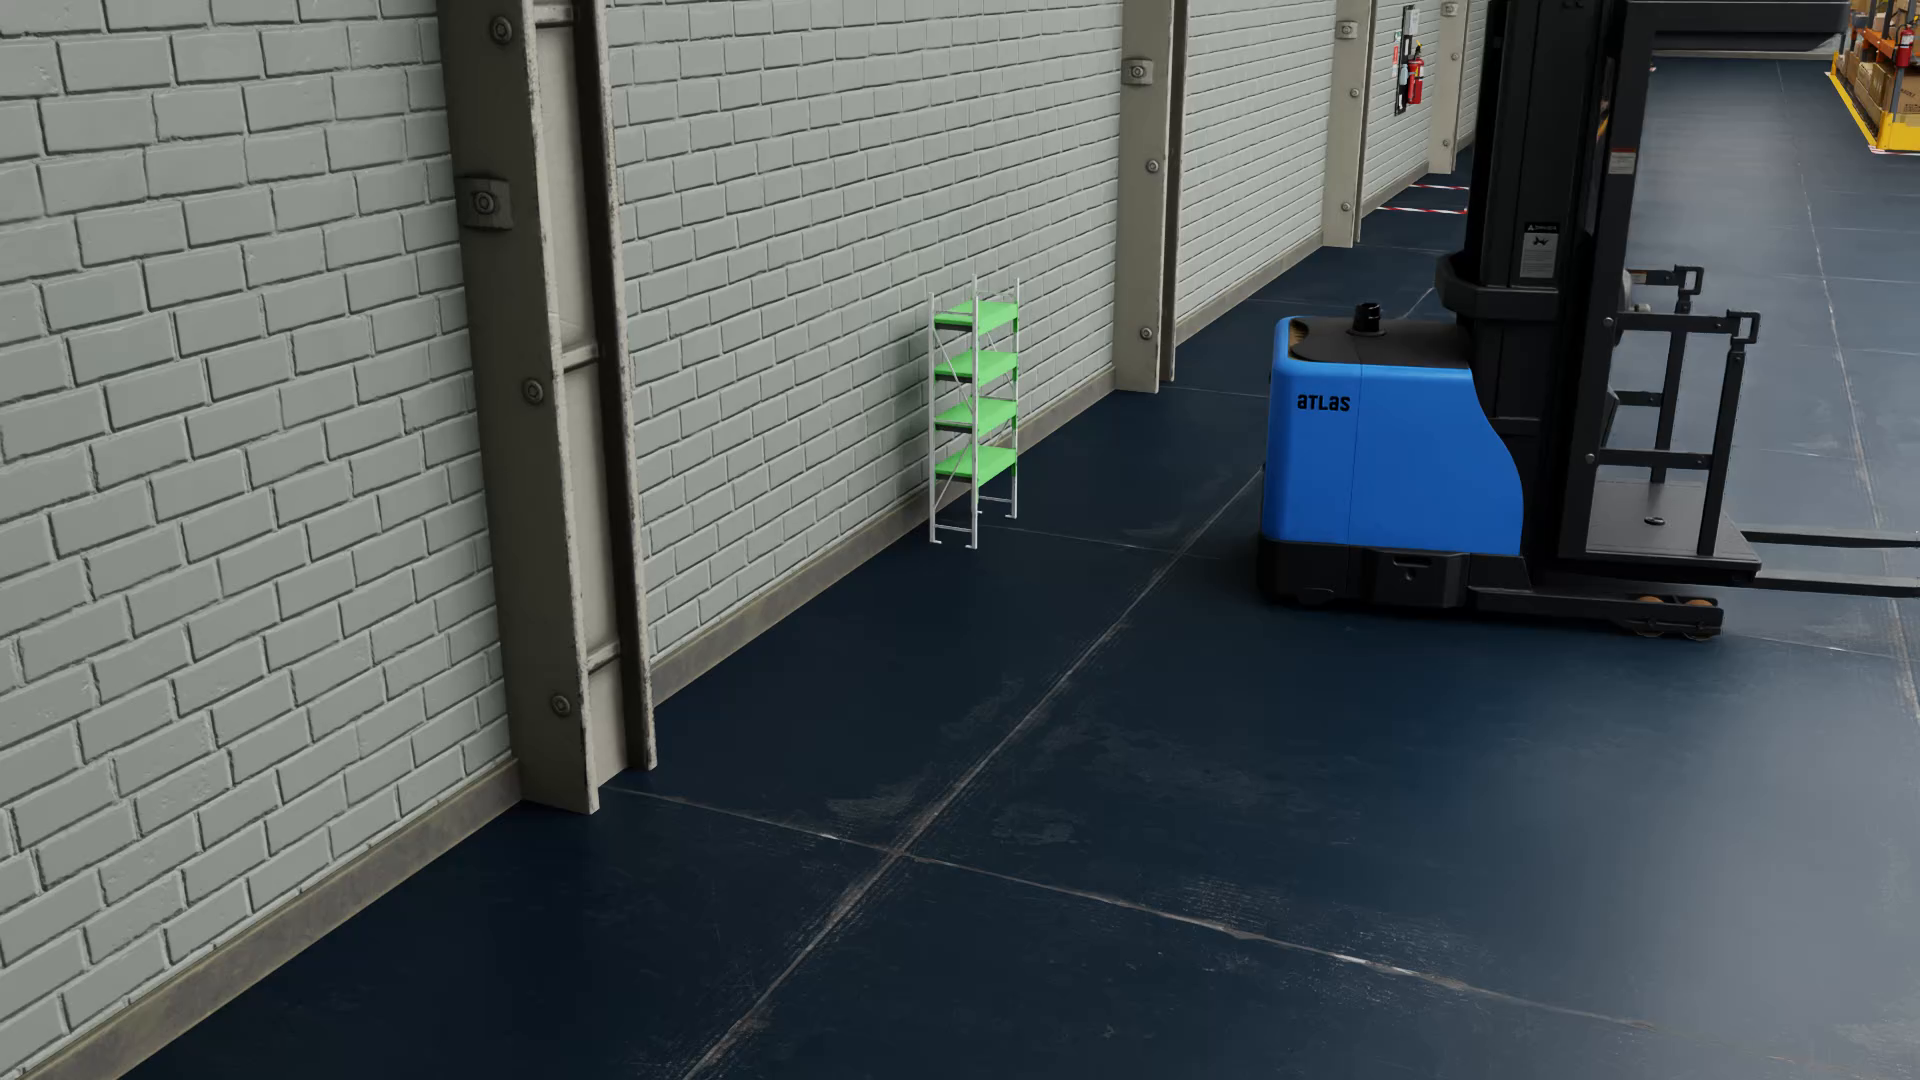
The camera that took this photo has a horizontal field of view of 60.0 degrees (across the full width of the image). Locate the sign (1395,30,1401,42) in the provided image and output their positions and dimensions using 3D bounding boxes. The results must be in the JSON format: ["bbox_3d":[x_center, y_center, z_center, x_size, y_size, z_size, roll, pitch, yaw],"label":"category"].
[{"bbox_3d":[4.744,-5.459,17.999,0.001,0.109,0.331,9,21,23],"label":"sign"}]

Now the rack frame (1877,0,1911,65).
[{"bbox_3d":[15.220,-8.143,26.390,1.000,3.000,0.127,9,21,23],"label":"rack frame"}]

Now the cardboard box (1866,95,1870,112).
[{"bbox_3d":[14.753,-6.946,26.499,0.500,0.250,0.500,9,21,23],"label":"cardboard box"}]

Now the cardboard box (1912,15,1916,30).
[{"bbox_3d":[13.995,-7.270,23.785,0.700,0.500,0.500,9,22,24],"label":"cardboard box"}]

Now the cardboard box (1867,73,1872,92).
[{"bbox_3d":[15.124,-7.473,27.146,0.500,0.311,0.500,9,21,23],"label":"cardboard box"}]

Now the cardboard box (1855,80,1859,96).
[{"bbox_3d":[16.170,-7.995,29.450,0.500,0.250,0.500,8,21,21],"label":"cardboard box"}]

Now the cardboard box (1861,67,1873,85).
[{"bbox_3d":[15.747,-7.938,28.454,0.500,0.311,0.500,8,21,22],"label":"cardboard box"}]

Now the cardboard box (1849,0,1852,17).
[{"bbox_3d":[19.091,-11.295,35.104,0.500,0.500,0.500,9,21,23],"label":"cardboard box"}]

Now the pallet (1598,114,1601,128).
[{"bbox_3d":[9.457,-6.552,26.077,1.003,0.211,1.213,9,21,23],"label":"pallet"}]

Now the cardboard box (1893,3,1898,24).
[{"bbox_3d":[15.970,-8.737,27.911,0.500,0.500,0.500,9,21,23],"label":"cardboard box"}]

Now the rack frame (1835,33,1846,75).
[{"bbox_3d":[20.134,-11.812,36.705,1.000,3.000,0.127,9,21,23],"label":"rack frame"}]

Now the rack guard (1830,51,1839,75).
[{"bbox_3d":[20.102,-10.611,37.059,1.175,0.500,0.348,9,21,23],"label":"rack guard"}]

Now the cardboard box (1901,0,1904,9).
[{"bbox_3d":[14.516,-8.128,25.230,0.380,0.149,0.250,8,21,21],"label":"cardboard box"}]

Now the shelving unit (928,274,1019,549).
[{"bbox_3d":[0.068,-0.616,7.910,0.258,1.200,0.503,9,21,23],"label":"shelving unit"}]

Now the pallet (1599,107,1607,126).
[{"bbox_3d":[9.958,-6.924,27.122,1.003,0.211,1.213,9,21,23],"label":"pallet"}]

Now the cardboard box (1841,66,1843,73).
[{"bbox_3d":[18.569,-9.789,34.616,0.380,0.149,0.250,9,21,23],"label":"cardboard box"}]

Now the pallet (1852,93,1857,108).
[{"bbox_3d":[16.485,-7.806,29.603,1.003,0.211,1.213,9,21,23],"label":"pallet"}]

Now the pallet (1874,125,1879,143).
[{"bbox_3d":[13.857,-5.846,24.093,1.003,0.211,1.213,9,21,23],"label":"pallet"}]

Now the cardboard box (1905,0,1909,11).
[{"bbox_3d":[14.198,-7.891,24.563,0.380,0.149,0.250,8,21,22],"label":"cardboard box"}]

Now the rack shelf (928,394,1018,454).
[{"bbox_3d":[0.068,-0.556,7.931,0.258,0.148,0.480,9,21,23],"label":"rack shelf"}]

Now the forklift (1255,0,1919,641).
[{"bbox_3d":[2.848,-1.161,6.860,3.031,2.935,1.130,4,20,11],"label":"forklift"}]

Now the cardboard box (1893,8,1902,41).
[{"bbox_3d":[15.044,-8.054,25.990,0.700,0.500,0.500,8,21,21],"label":"cardboard box"}]

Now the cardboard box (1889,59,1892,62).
[{"bbox_3d":[17.514,-8.656,30.907,0.500,0.500,0.500,8,21,21],"label":"cardboard box"}]

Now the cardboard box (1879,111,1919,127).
[{"bbox_3d":[13.532,-6.027,23.917,0.500,0.250,0.500,9,21,23],"label":"cardboard box"}]

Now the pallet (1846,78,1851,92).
[{"bbox_3d":[18.197,-9.021,33.021,1.003,0.211,1.213,9,21,23],"label":"pallet"}]

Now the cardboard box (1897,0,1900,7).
[{"bbox_3d":[14.830,-8.364,25.893,0.380,0.149,0.250,9,21,23],"label":"cardboard box"}]

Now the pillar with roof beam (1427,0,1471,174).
[{"bbox_3d":[10.029,-8.334,17.972,9.100,9.000,0.400,9,21,23],"label":"pillar with roof beam"}]

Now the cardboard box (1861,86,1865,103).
[{"bbox_3d":[15.543,-7.523,28.123,0.500,0.250,0.500,9,21,24],"label":"cardboard box"}]

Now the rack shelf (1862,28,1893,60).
[{"bbox_3d":[16.039,-8.416,28.230,1.077,0.370,4.000,9,21,23],"label":"rack shelf"}]

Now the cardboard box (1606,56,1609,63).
[{"bbox_3d":[11.593,-8.877,30.407,0.500,0.250,0.500,8,21,22],"label":"cardboard box"}]

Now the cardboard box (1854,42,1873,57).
[{"bbox_3d":[17.461,-9.398,31.874,0.500,0.250,0.500,8,21,22],"label":"cardboard box"}]

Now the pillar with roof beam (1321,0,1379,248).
[{"bbox_3d":[7.572,-6.499,12.815,9.100,9.000,0.400,9,21,23],"label":"pillar with roof beam"}]

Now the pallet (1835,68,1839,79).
[{"bbox_3d":[19.777,-10.231,36.422,1.003,0.211,1.213,9,21,23],"label":"pallet"}]

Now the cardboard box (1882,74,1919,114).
[{"bbox_3d":[13.530,-6.381,23.793,0.500,0.500,0.500,9,21,23],"label":"cardboard box"}]

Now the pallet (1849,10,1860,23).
[{"bbox_3d":[18.069,-10.269,32.654,1.003,0.211,1.213,9,21,23],"label":"pallet"}]

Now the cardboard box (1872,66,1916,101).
[{"bbox_3d":[14.335,-6.995,25.518,0.500,0.500,0.500,9,21,23],"label":"cardboard box"}]

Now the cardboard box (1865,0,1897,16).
[{"bbox_3d":[17.013,-9.819,30.326,0.700,0.500,0.500,2,20,4],"label":"cardboard box"}]

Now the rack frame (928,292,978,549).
[{"bbox_3d":[-0.032,-0.541,7.700,0.240,1.200,0.015,9,21,23],"label":"rack frame"}]

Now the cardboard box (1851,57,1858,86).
[{"bbox_3d":[17.239,-8.872,31.513,0.500,0.500,0.500,8,21,21],"label":"cardboard box"}]

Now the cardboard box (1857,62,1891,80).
[{"bbox_3d":[16.375,-8.413,29.788,0.500,0.311,0.500,9,22,25],"label":"cardboard box"}]

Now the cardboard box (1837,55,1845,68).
[{"bbox_3d":[19.447,-10.443,36.305,0.500,0.250,0.500,9,21,23],"label":"cardboard box"}]

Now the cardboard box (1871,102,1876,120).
[{"bbox_3d":[14.135,-6.488,25.211,0.500,0.250,0.500,9,21,23],"label":"cardboard box"}]

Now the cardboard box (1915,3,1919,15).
[{"bbox_3d":[13.564,-7.416,23.229,0.380,0.149,0.250,8,21,22],"label":"cardboard box"}]

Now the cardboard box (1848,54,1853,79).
[{"bbox_3d":[17.867,-9.339,32.828,0.500,0.500,0.500,9,21,23],"label":"cardboard box"}]
